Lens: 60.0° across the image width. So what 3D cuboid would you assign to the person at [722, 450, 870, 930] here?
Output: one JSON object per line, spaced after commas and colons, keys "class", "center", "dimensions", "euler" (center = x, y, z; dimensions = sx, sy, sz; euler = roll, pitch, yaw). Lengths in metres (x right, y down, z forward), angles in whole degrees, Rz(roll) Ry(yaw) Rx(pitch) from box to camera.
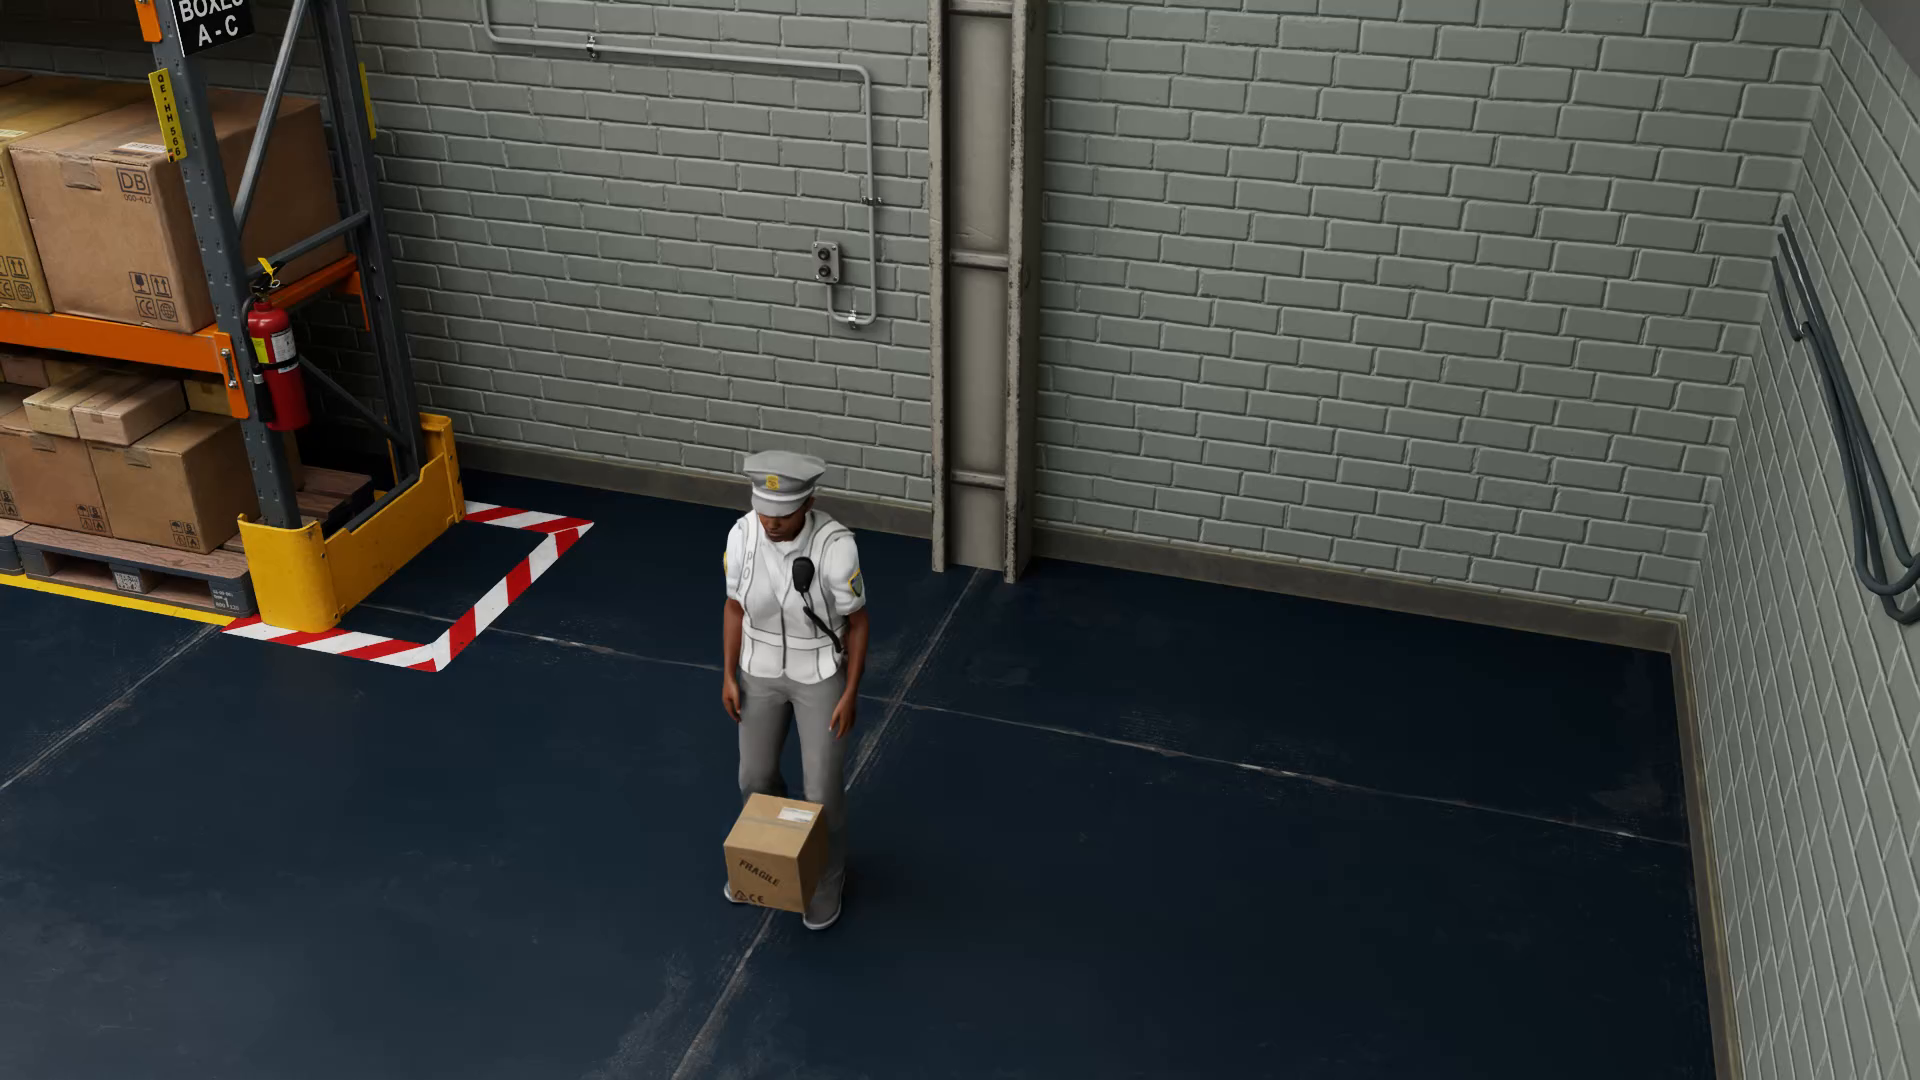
{"class": "person", "center": [-0.538, 0.461, 5.302], "dimensions": [0.498, 1.665, 0.424], "euler": [8, 30, 13]}
